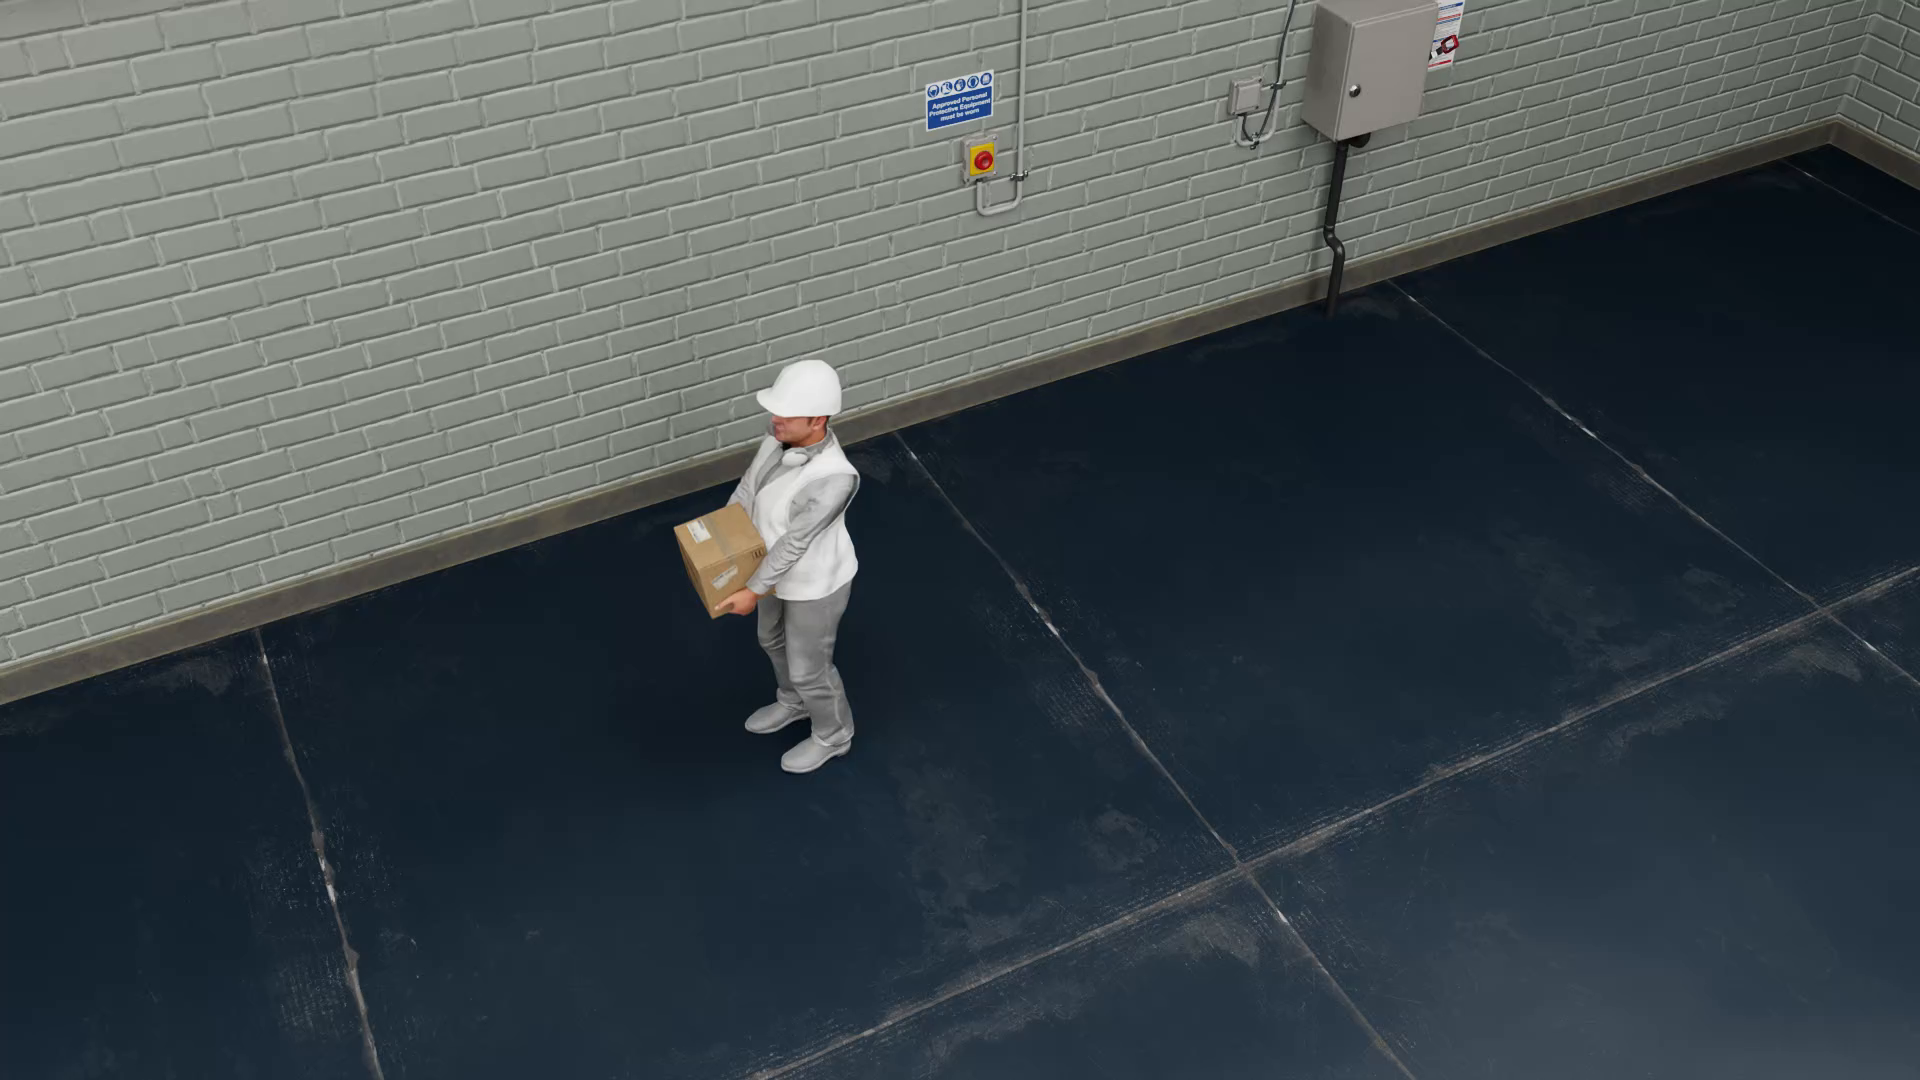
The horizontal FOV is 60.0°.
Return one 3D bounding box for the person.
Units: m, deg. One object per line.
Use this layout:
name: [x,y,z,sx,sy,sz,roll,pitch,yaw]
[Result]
person: [-0.653,0.132,5.993,0.557,1.763,0.494,-18,44,-20]
